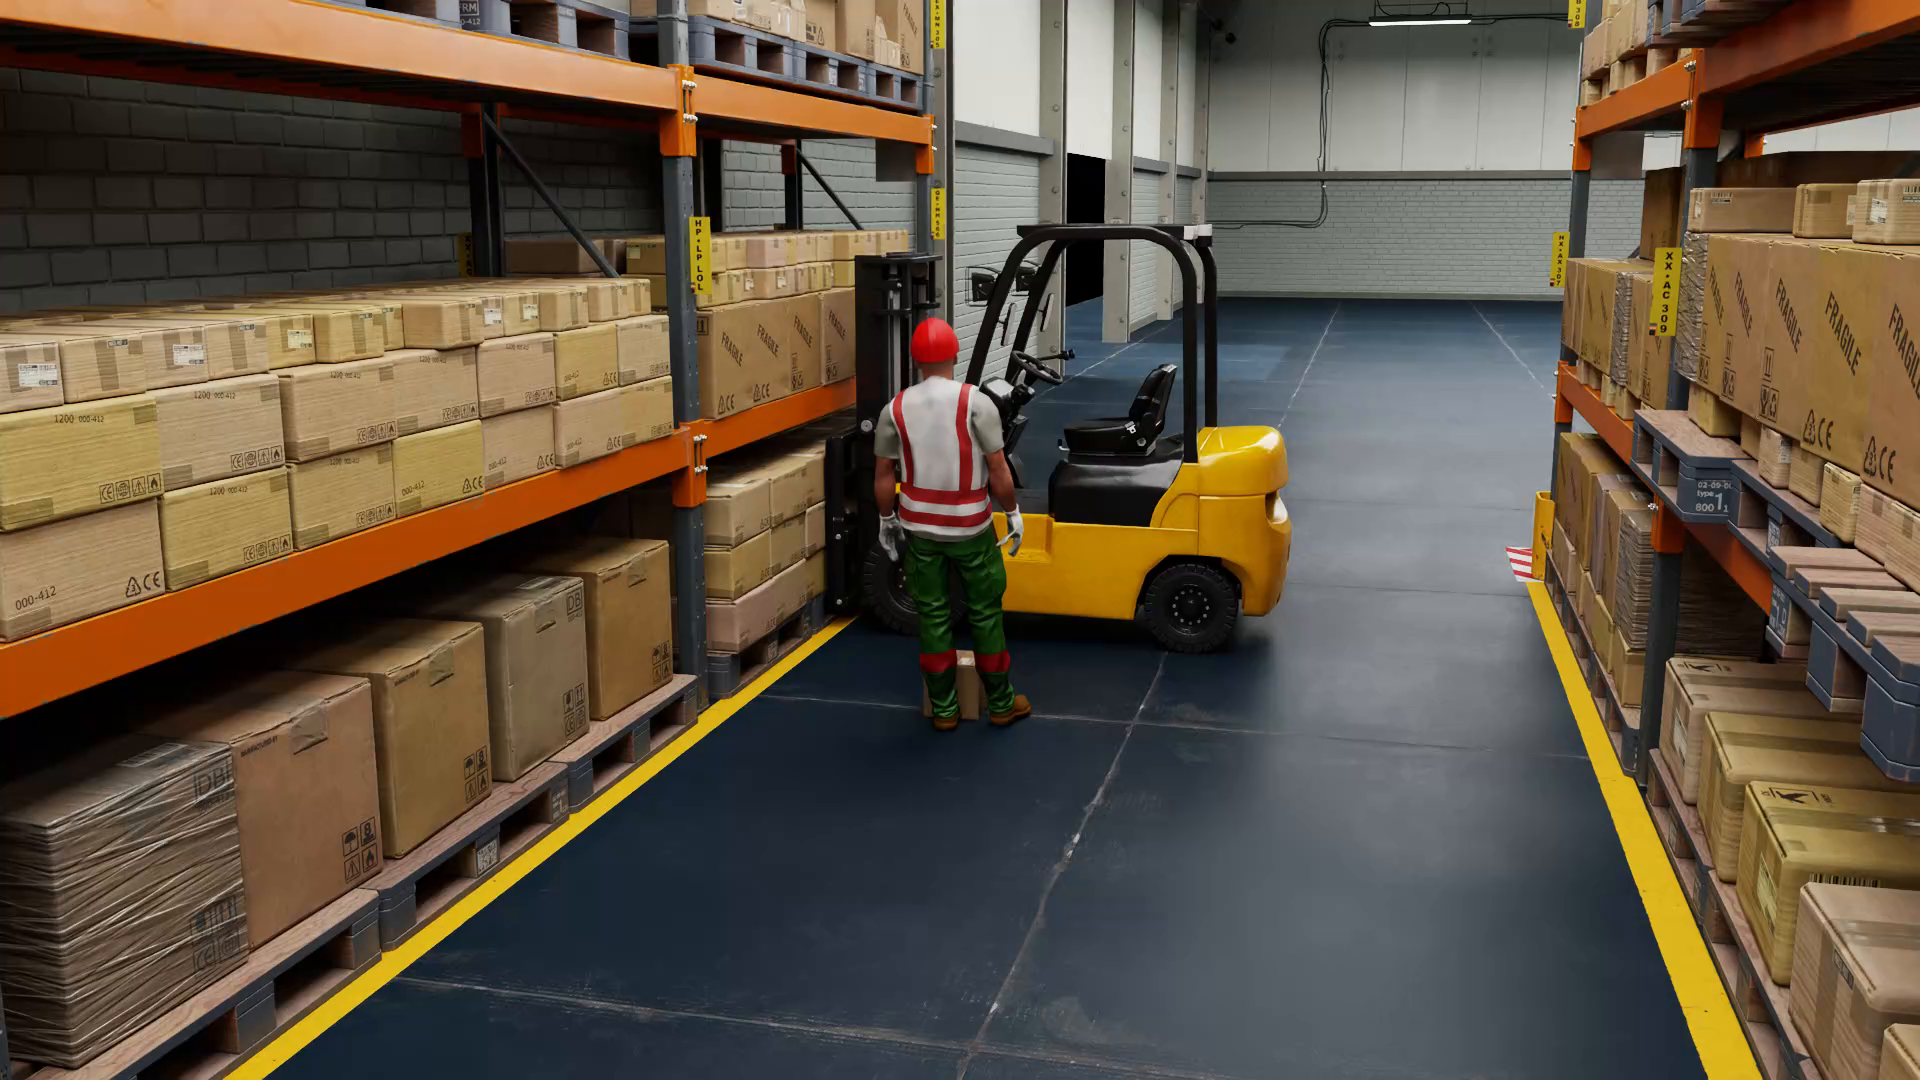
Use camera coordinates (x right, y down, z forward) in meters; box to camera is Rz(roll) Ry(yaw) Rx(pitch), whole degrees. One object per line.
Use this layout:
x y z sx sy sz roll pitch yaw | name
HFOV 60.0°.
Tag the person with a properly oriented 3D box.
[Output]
-0.029 -0.071 7.190 0.638 1.787 0.565 3 12 14 | person
